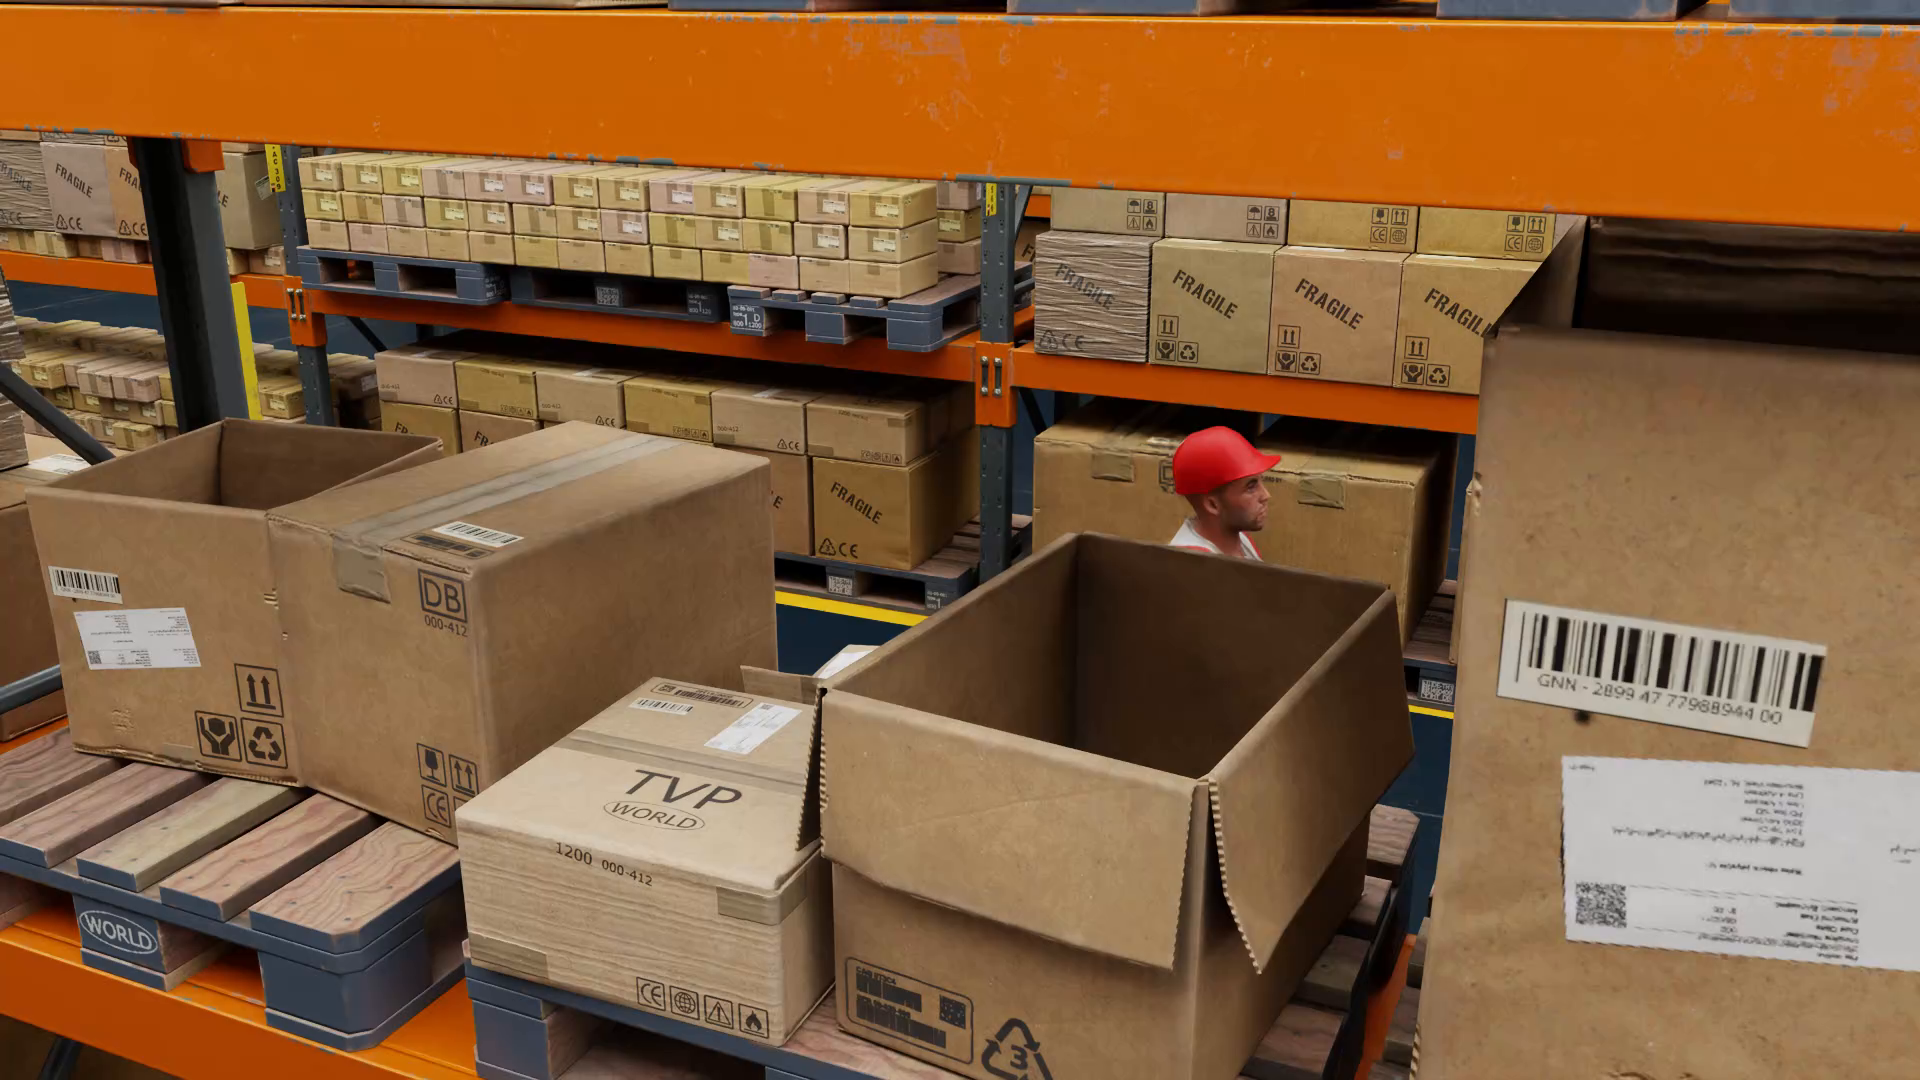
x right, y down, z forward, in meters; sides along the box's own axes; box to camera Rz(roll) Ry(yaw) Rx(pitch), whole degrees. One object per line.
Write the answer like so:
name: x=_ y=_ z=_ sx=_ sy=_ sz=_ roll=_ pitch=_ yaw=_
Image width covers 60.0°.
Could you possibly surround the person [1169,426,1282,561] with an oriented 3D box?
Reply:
person: x=0.724 y=0.553 z=4.424 sx=1.089 sy=1.735 sz=0.538 roll=10 pitch=21 yaw=27
